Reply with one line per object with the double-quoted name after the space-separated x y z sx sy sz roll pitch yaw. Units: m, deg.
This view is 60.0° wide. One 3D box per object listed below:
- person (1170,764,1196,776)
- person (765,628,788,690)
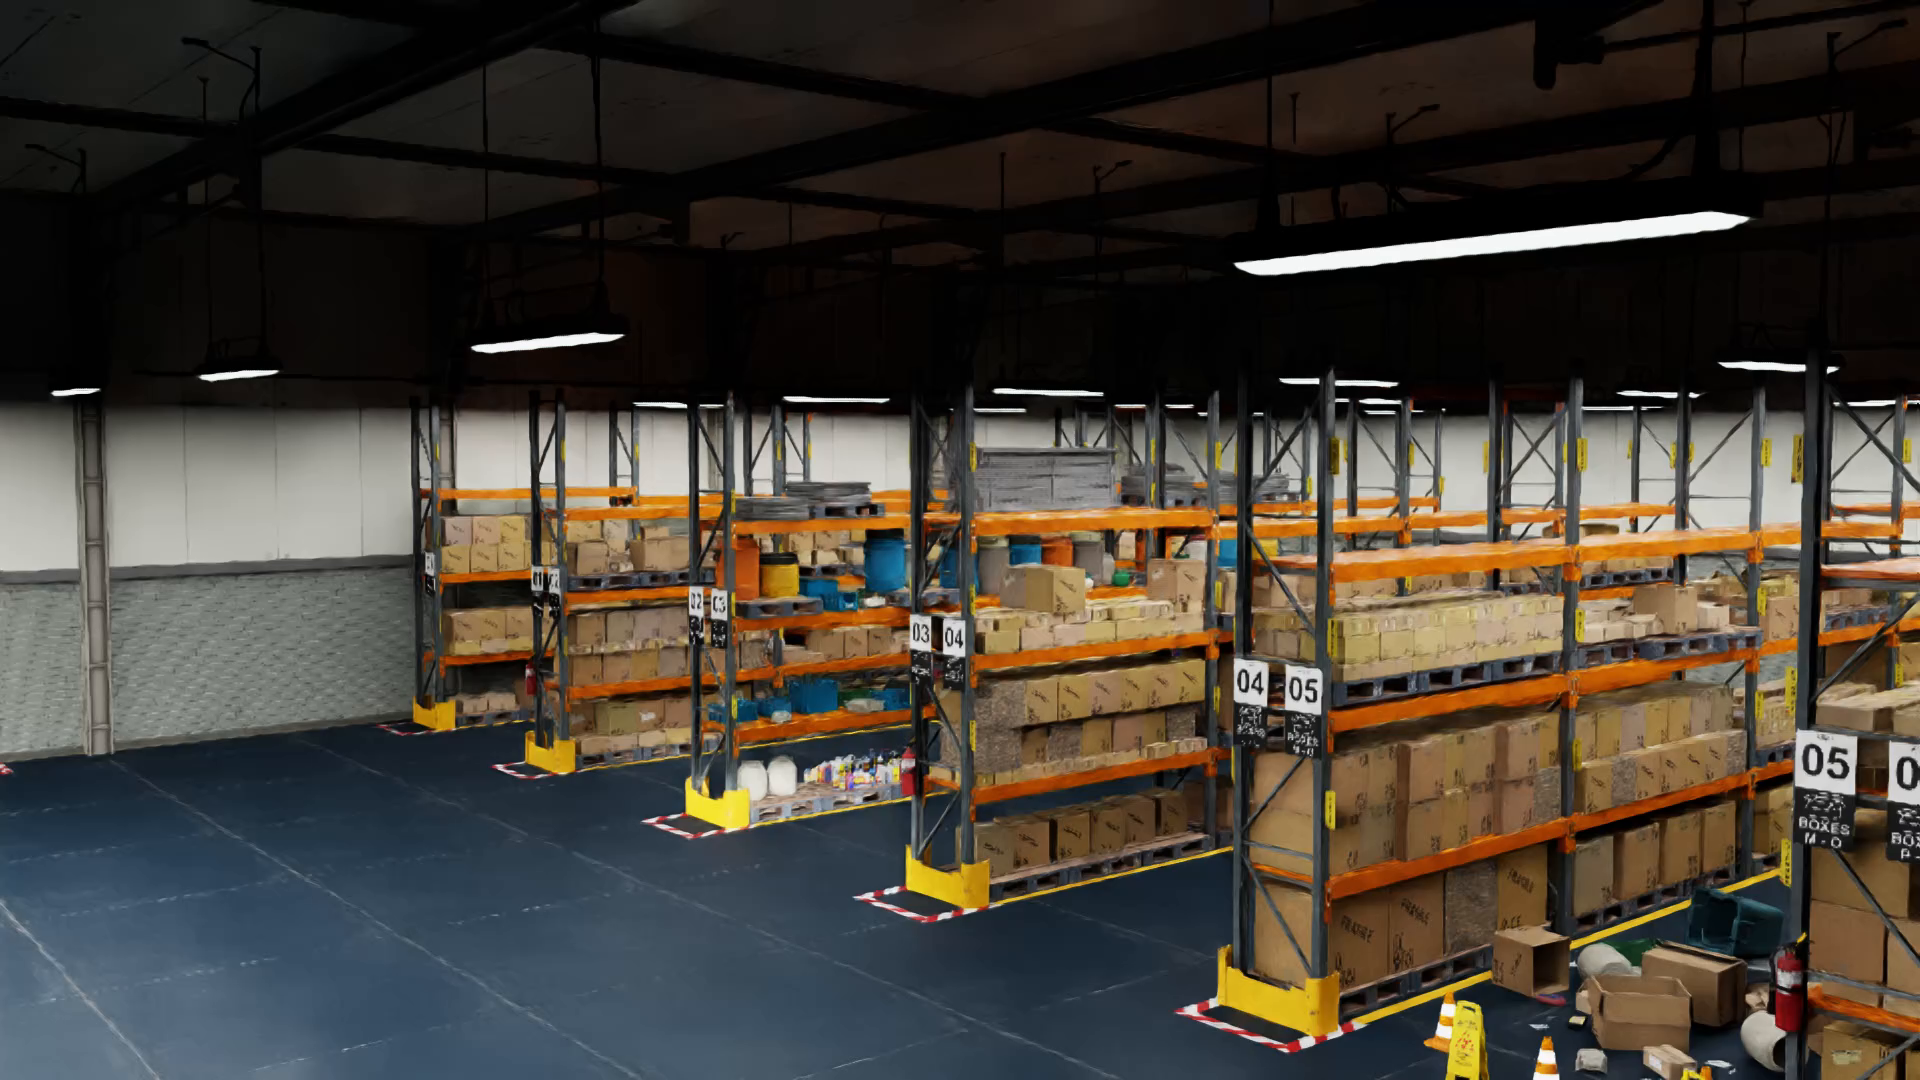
3.446 2.797 25.896 0.537 1.665 1.028 3 5 42 "person"
-3.611 2.446 32.886 0.411 1.533 0.957 3 5 42 "person"
